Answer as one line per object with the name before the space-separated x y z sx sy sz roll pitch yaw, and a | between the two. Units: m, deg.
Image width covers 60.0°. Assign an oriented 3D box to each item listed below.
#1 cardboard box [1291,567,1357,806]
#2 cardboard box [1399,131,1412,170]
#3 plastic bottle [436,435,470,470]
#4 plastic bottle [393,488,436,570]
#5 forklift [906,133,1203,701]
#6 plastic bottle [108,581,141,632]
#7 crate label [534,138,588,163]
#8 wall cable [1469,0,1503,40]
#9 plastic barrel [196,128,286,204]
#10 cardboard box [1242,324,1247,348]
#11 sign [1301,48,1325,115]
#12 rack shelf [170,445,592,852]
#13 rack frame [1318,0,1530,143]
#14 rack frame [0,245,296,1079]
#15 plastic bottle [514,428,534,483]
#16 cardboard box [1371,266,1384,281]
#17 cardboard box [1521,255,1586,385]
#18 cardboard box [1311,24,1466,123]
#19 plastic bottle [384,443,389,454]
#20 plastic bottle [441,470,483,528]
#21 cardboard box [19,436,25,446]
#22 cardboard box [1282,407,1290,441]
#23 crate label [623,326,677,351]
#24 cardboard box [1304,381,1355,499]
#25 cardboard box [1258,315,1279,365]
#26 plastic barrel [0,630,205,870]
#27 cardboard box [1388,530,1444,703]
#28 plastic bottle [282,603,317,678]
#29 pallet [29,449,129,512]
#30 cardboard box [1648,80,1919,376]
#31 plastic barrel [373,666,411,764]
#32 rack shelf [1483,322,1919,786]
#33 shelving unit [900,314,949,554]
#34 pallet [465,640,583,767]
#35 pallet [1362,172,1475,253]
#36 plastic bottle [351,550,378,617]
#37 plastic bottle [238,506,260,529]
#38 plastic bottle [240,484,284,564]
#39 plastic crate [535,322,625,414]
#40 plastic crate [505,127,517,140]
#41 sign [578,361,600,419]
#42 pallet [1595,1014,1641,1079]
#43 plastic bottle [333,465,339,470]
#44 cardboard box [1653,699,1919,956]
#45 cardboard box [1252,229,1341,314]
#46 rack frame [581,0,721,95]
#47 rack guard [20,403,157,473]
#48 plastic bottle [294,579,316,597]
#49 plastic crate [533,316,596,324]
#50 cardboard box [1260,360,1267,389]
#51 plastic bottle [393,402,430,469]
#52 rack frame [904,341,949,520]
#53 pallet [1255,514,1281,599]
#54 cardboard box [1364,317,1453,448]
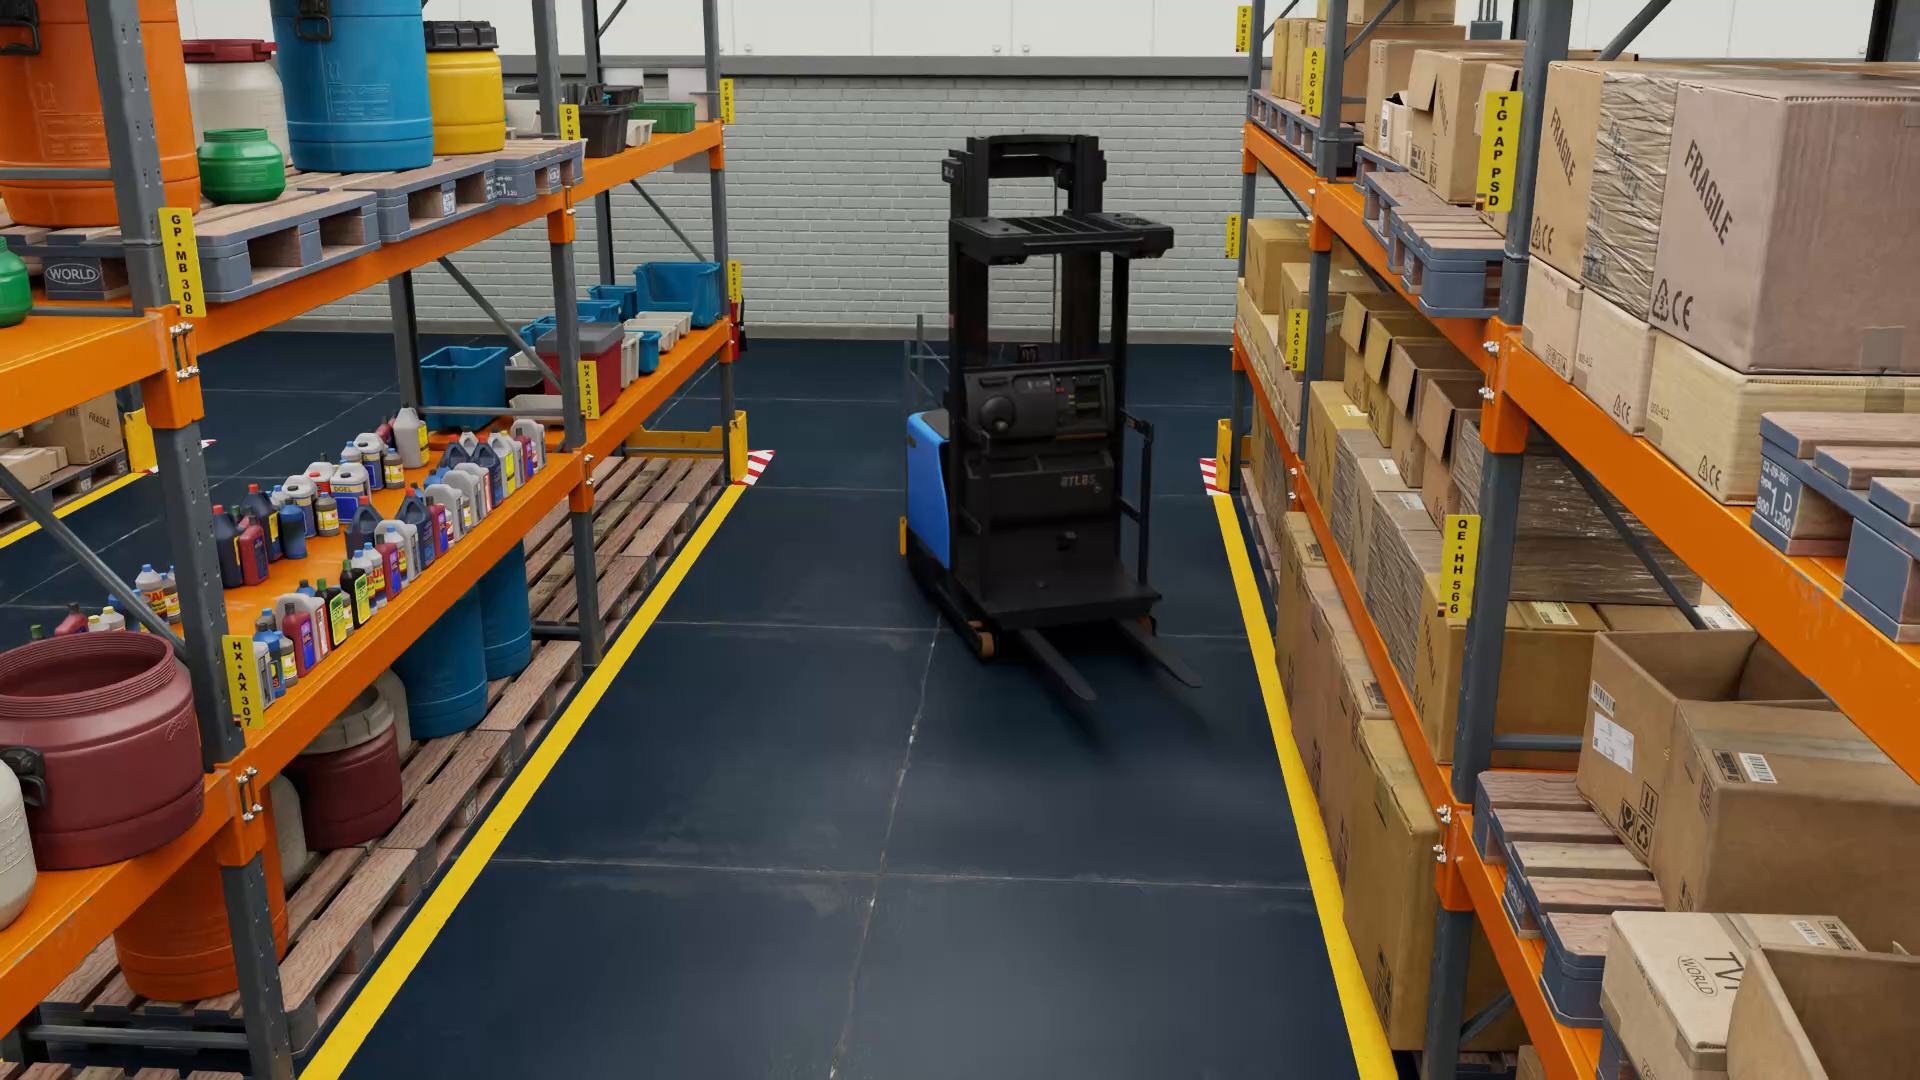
cardboard box | 2.250 0.687 7.746 1.225 0.875 0.875 1 18 2
cardboard box | 2.083 -1.646 7.041 0.380 0.149 0.250 1 18 2
plastic bottle | -2.497 -0.340 8.222 0.144 0.351 0.185 1 18 4
plastic bottle | -2.419 -0.052 7.343 0.144 0.351 0.185 1 18 4
forklift | 0.542 -0.827 9.739 1.130 2.935 3.031 -5 19 -16
plastic bottle | -3.227 0.291 6.426 0.097 0.271 0.097 0 18 0
crate label | -2.278 -2.156 9.291 0.293 0.136 0.466 1 18 4
wall cable | 6.469 -7.901 16.417 2.277 5.999 0.120 1 18 4
plastic barrel | -2.582 -1.343 5.962 0.294 0.245 0.294 0 18 0
cardboard box | 2.237 -1.460 11.966 0.380 0.149 0.250 1 18 3
sign | 1.786 -2.320 8.412 0.100 0.325 0.005 1 18 4
rack shelf | -2.744 0.253 7.489 1.077 0.370 4.000 1 18 4
rack frame | 2.339 -3.450 8.002 1.000 3.000 0.127 1 18 4
rack frame | -2.888 0.532 5.482 1.000 3.000 0.127 1 18 4
plastic bottle | -2.278 -0.452 8.673 0.061 0.283 0.133 1 18 4
cardboard box | 2.672 -1.322 9.699 0.500 0.500 0.500 1 18 4
cardboard box | 1.765 -0.571 4.273 0.500 0.250 0.500 2 18 5
cardboard box | 2.335 -2.564 9.118 0.700 0.500 0.500 0 18 1
plastic bottle | -3.052 -0.434 8.749 0.097 0.201 0.097 0 18 0
plastic bottle | -2.379 -0.210 7.945 0.152 0.276 0.135 1 18 4
cardboard box | -7.645 -0.727 13.168 0.380 0.166 0.250 1 18 4
cardboard box | 2.053 -0.662 9.531 0.380 0.149 0.250 2 18 5
crate label | -2.223 -1.422 11.772 0.396 0.136 0.243 1 18 4
cardboard box | 2.057 -0.510 8.501 0.500 0.500 0.500 1 18 4
cardboard box | 2.220 -1.289 10.803 0.500 0.250 0.500 1 18 3
plastic barrel | -2.619 0.618 5.000 0.600 0.536 0.708 1 18 4
cardboard box | 1.882 0.282 6.086 0.500 0.500 0.500 1 18 3
plastic bottle | -2.465 0.359 6.197 0.061 0.283 0.133 1 18 4
pallet | -7.316 -0.468 13.012 1.003 0.211 1.213 1 18 4
cardboard box | 1.693 -0.614 3.198 0.500 0.500 0.500 1 18 2
plastic barrel | -2.837 0.834 7.880 0.421 0.512 0.421 0 18 0
rack shelf | 1.909 0.180 2.894 1.077 0.370 4.000 1 18 4
shelving unit | -0.095 -0.777 11.887 0.587 1.500 1.083 1 18 3
pallet | -2.698 0.854 8.979 1.003 0.211 1.213 1 18 4
pallet | 2.123 -1.242 6.381 1.003 0.211 1.213 2 18 6
plastic bottle | -2.439 0.174 6.782 0.097 0.271 0.097 0 18 0
plastic bottle | -3.119 0.000 7.293 0.061 0.283 0.133 1 18 4
plastic bottle | -3.126 -0.082 7.435 0.144 0.351 0.185 1 18 4
plastic crate | -2.287 -1.041 10.083 0.402 0.464 0.583 1 18 4
plastic crate | -2.889 -2.414 10.079 0.293 0.136 0.466 1 18 4
sign | -2.052 -0.829 9.191 0.100 0.325 0.005 1 18 4
pallet | 1.951 1.350 3.295 1.003 0.211 1.213 1 18 4
plastic bottle | -3.090 -0.271 8.252 0.097 0.201 0.097 0 18 0
cardboard box | 2.113 0.740 4.013 0.700 0.500 0.500 4 19 12
cardboard box | 2.255 -1.809 11.185 0.500 0.500 0.500 1 18 2
rack frame | -2.314 -4.803 12.130 1.000 3.000 0.127 1 18 4
rack guard | -7.260 -0.853 13.723 1.175 0.500 0.348 1 18 4
plastic bottle | -2.526 0.286 6.441 0.097 0.271 0.097 0 18 0
plastic crate | -2.755 -1.423 11.622 0.416 0.233 0.300 1 18 4
cardboard box | 2.145 -1.060 10.745 0.380 0.149 0.250 2 18 5
plastic bottle | -2.952 -0.572 8.931 0.144 0.351 0.185 1 18 4
rack frame | -0.127 -0.616 11.396 0.500 1.500 0.032 1 18 3
pallet | 2.557 0.111 11.245 1.003 0.211 1.213 1 18 4
cardboard box | 2.241 -0.712 7.508 0.797 0.503 0.637 1 18 5
